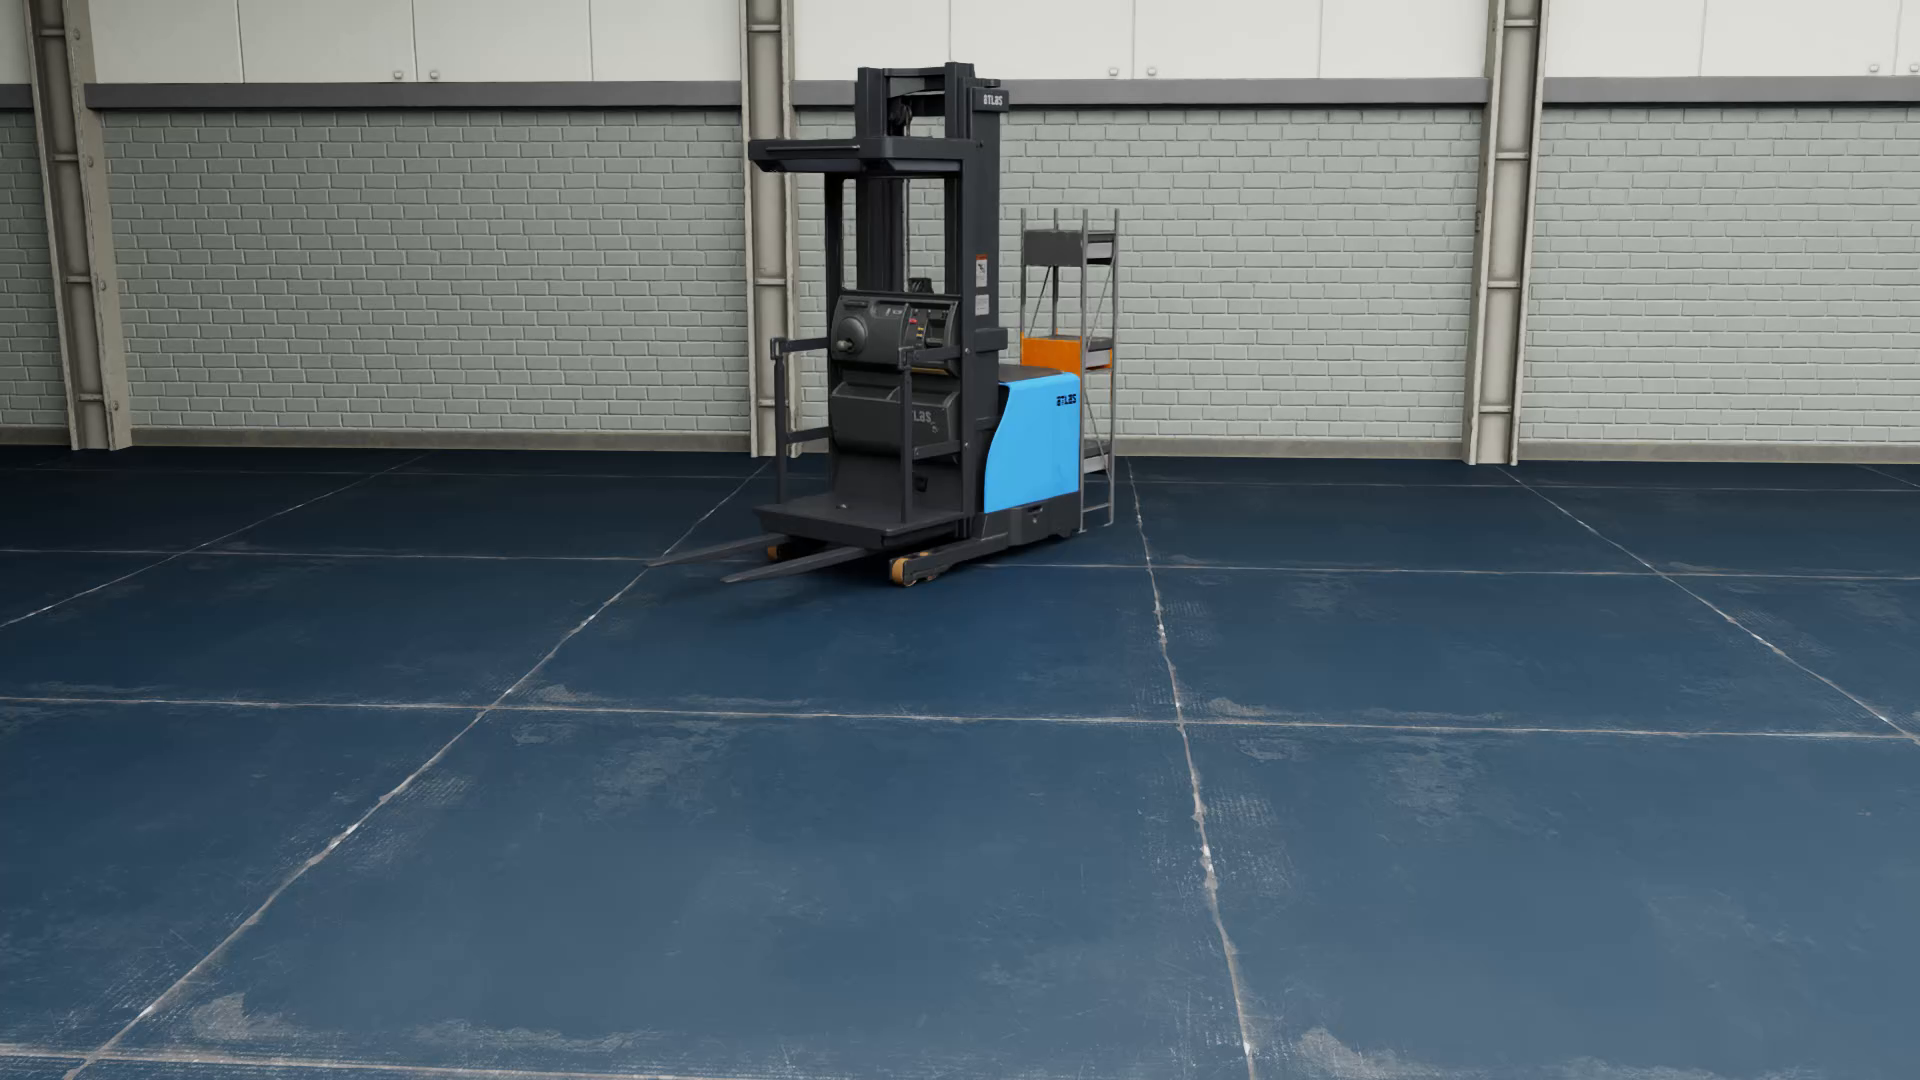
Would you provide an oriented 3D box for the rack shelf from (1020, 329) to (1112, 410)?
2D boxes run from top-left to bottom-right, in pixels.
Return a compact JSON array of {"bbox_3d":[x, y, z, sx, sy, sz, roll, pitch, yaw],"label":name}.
[{"bbox_3d":[0.719,-1.122,11.067,0.480,0.518,0.431,9,15,38],"label":"rack shelf"}]

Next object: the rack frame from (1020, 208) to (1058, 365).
[{"bbox_3d":[0.528,-1.166,11.213,0.015,2.100,0.400,9,15,38],"label":"rack frame"}]

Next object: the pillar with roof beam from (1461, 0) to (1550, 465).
[{"bbox_3d":[4.125,-4.177,8.758,0.400,9.000,9.100,1,12,4],"label":"pillar with roof beam"}]

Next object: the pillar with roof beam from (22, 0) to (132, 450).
[{"bbox_3d":[-7.848,-4.341,9.542,0.400,9.000,9.100,1,12,4],"label":"pillar with roof beam"}]

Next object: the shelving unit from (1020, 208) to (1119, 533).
[{"bbox_3d":[0.719,-1.135,11.064,0.503,2.100,0.431,9,15,38],"label":"shelving unit"}]

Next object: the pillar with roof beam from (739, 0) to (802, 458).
[{"bbox_3d":[-1.861,-4.259,9.150,0.400,9.000,9.100,1,12,4],"label":"pillar with roof beam"}]

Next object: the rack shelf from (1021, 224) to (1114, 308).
[{"bbox_3d":[0.719,-1.807,10.924,0.480,0.518,0.431,9,15,38],"label":"rack shelf"}]

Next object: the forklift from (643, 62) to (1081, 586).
[{"bbox_3d":[-0.526,-1.283,9.745,1.130,2.935,3.031,9,15,38],"label":"forklift"}]

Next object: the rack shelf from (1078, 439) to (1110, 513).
[{"bbox_3d":[0.718,-0.436,11.210,0.480,0.518,0.431,9,15,38],"label":"rack shelf"}]

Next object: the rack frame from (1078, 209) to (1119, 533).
[{"bbox_3d":[0.910,-1.104,10.916,0.015,2.100,0.400,9,15,38],"label":"rack frame"}]
